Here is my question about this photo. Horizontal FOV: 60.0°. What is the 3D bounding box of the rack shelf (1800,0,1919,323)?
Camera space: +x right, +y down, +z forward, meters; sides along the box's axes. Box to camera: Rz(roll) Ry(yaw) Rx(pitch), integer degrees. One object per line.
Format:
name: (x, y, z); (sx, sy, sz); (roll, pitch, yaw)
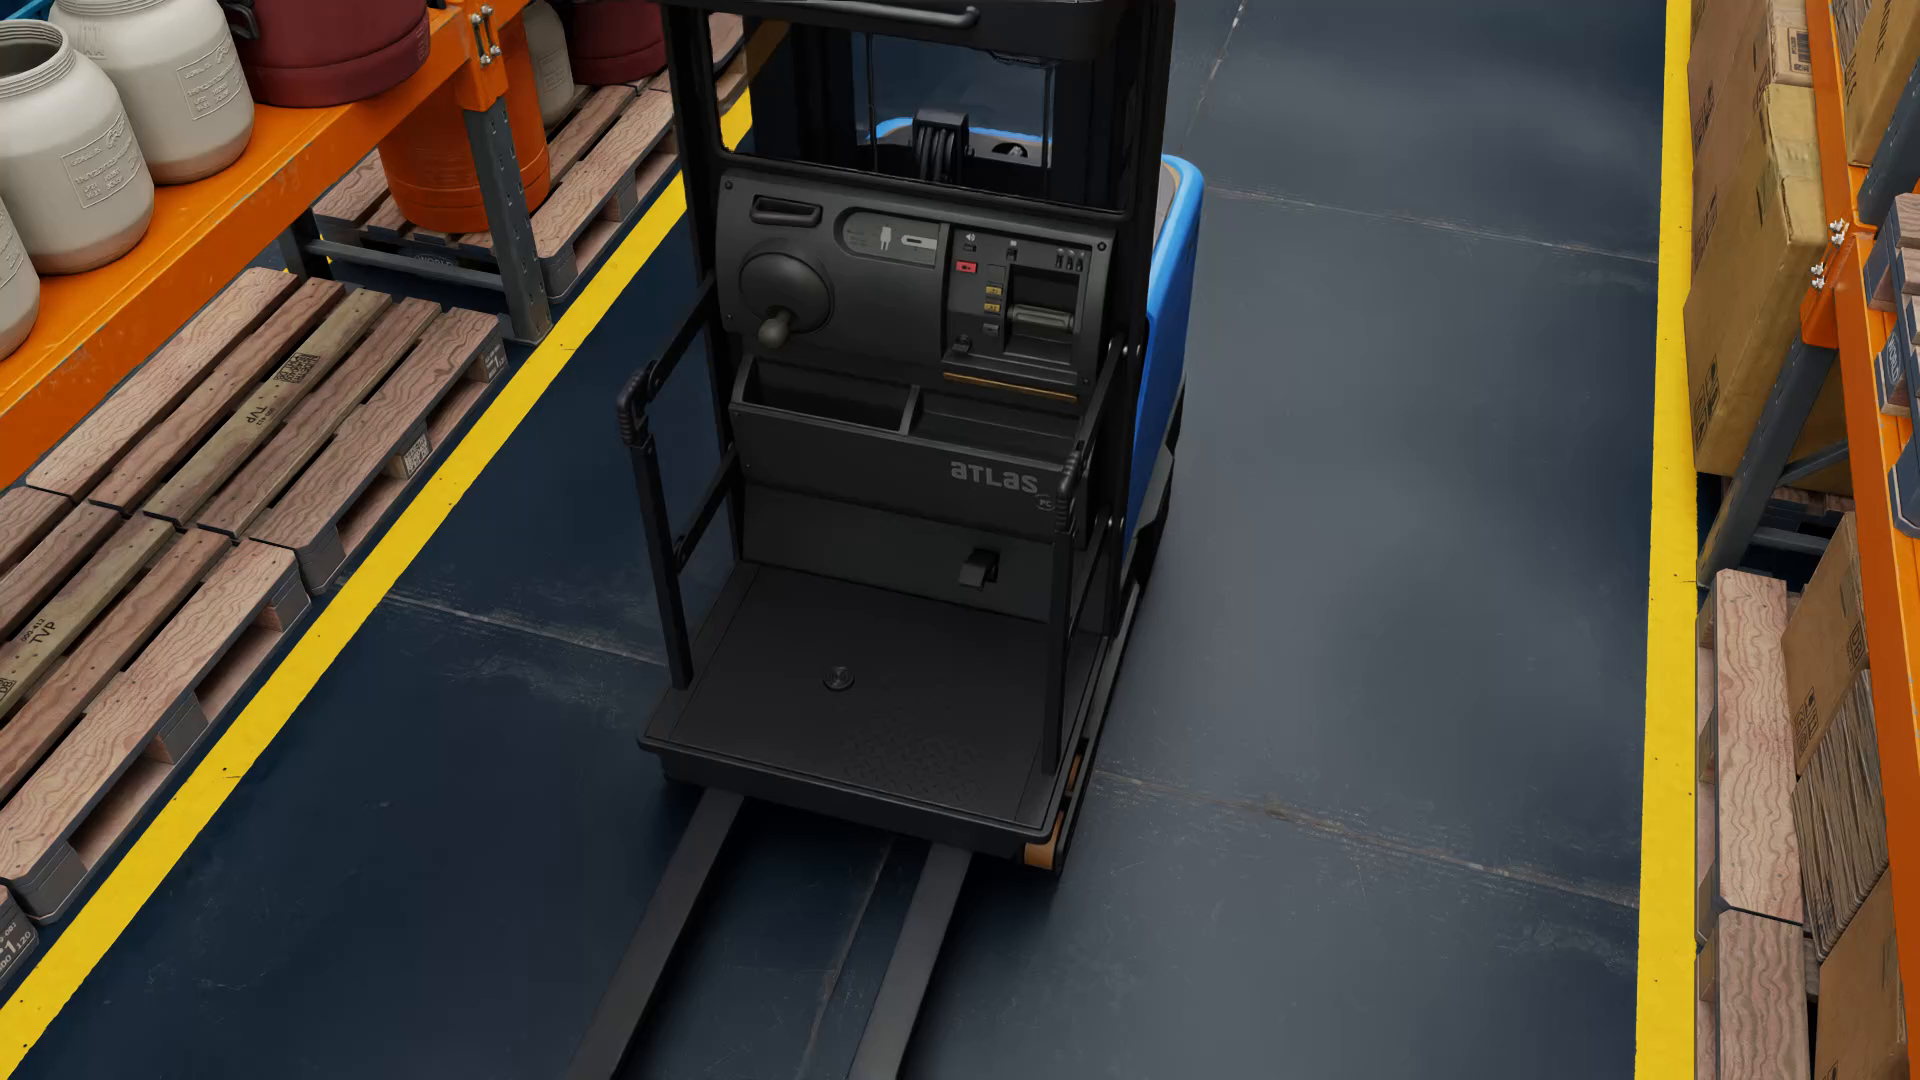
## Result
rack shelf: (3.357, -1.934, 5.596); (1.077, 0.370, 4.000); (13, 46, 13)

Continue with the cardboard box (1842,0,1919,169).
cardboard box: (2.665, -1.276, 4.337); (0.500, 0.500, 0.500); (14, 46, 14)

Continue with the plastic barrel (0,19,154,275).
plastic barrel: (-2.204, -0.936, 3.982); (0.421, 0.512, 0.421); (0, 44, 0)

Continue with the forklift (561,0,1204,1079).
forklift: (-0.175, -0.499, 3.664); (1.130, 2.935, 3.031); (12, 46, 12)

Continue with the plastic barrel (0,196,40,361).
plastic barrel: (-2.328, -0.658, 3.681); (0.433, 0.535, 0.433); (0, 44, 0)

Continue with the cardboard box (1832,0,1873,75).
cardboard box: (2.821, -1.607, 4.676); (0.500, 0.500, 0.500); (12, 46, 12)

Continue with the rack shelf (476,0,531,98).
rack shelf: (-1.363, -2.983, 6.668); (1.077, 0.370, 4.000); (13, 46, 13)

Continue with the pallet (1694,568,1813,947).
pallet: (2.513, 0.659, 4.426); (1.003, 0.211, 1.213); (13, 46, 13)

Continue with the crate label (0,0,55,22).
crate label: (-2.527, -1.315, 4.424); (0.502, 0.435, 0.616); (13, 46, 13)

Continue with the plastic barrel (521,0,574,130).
plastic barrel: (-1.751, -1.893, 6.519); (0.421, 0.512, 0.421); (0, 44, 0)

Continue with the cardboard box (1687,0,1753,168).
cardboard box: (3.518, -1.889, 6.254); (1.225, 0.875, 0.875); (11, 45, 11)

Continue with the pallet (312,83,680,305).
pallet: (-1.770, -1.445, 6.576); (1.003, 0.211, 1.213); (13, 46, 13)

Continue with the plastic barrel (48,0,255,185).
plastic barrel: (-2.077, -1.216, 4.268); (0.421, 0.512, 0.421); (0, 44, 0)

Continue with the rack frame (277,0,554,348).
rack frame: (-1.969, -1.907, 5.055); (1.000, 3.000, 0.127); (13, 46, 13)

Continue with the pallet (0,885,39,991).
pallet: (-2.979, 1.224, 3.848); (1.003, 0.211, 1.213); (13, 46, 13)

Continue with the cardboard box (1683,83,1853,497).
cardboard box: (2.980, -0.705, 5.044); (1.225, 0.875, 0.875); (11, 45, 11)

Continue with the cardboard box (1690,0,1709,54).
cardboard box: (3.788, -2.484, 6.863); (1.225, 0.875, 0.875); (13, 46, 13)

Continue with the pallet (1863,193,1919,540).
pallet: (2.637, -0.292, 3.541); (1.213, 0.211, 1.003); (13, 46, 13)

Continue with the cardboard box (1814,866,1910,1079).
cardboard box: (2.247, 1.080, 3.474); (0.700, 0.500, 0.500); (16, 47, 16)

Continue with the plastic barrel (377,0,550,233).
plastic barrel: (-1.837, -1.612, 6.004); (0.600, 0.830, 0.708); (13, 46, 13)

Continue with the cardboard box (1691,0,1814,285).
cardboard box: (3.258, -1.297, 5.650); (1.225, 0.875, 0.875); (13, 46, 13)

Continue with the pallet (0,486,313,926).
pallet: (-2.612, 0.408, 4.682); (1.003, 0.211, 1.213); (13, 46, 13)

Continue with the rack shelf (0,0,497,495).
rack shelf: (-2.575, -0.317, 3.944); (1.077, 0.370, 4.000); (13, 46, 13)

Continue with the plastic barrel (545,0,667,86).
plastic barrel: (-1.495, -2.278, 6.857); (0.600, 0.588, 0.708); (13, 46, 13)

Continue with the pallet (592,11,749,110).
pallet: (-1.399, -2.256, 7.404); (1.003, 0.211, 1.213); (13, 46, 13)

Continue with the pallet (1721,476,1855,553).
pallet: (3.062, -0.371, 5.478); (1.003, 0.211, 1.213); (13, 46, 13)

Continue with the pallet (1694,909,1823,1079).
pallet: (2.142, 1.469, 3.597); (1.003, 0.211, 1.213); (13, 46, 13)

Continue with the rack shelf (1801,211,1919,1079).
rack shelf: (2.146, 0.732, 2.872); (1.077, 0.370, 4.000); (13, 46, 13)

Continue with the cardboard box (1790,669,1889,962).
cardboard box: (2.412, 0.701, 3.862); (0.700, 0.500, 0.500); (9, 45, 9)

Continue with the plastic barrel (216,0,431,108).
plastic barrel: (-1.821, -1.583, 4.625); (0.600, 0.536, 0.708); (13, 46, 13)

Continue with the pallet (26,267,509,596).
pallet: (-2.240, -0.403, 5.511); (1.003, 0.211, 1.213); (13, 46, 13)

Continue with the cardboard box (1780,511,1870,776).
cardboard box: (2.568, 0.329, 4.242); (0.700, 0.500, 0.500); (10, 45, 10)

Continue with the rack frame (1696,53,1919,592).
rack frame: (2.752, -0.858, 3.982); (1.000, 3.000, 0.127); (13, 46, 13)
